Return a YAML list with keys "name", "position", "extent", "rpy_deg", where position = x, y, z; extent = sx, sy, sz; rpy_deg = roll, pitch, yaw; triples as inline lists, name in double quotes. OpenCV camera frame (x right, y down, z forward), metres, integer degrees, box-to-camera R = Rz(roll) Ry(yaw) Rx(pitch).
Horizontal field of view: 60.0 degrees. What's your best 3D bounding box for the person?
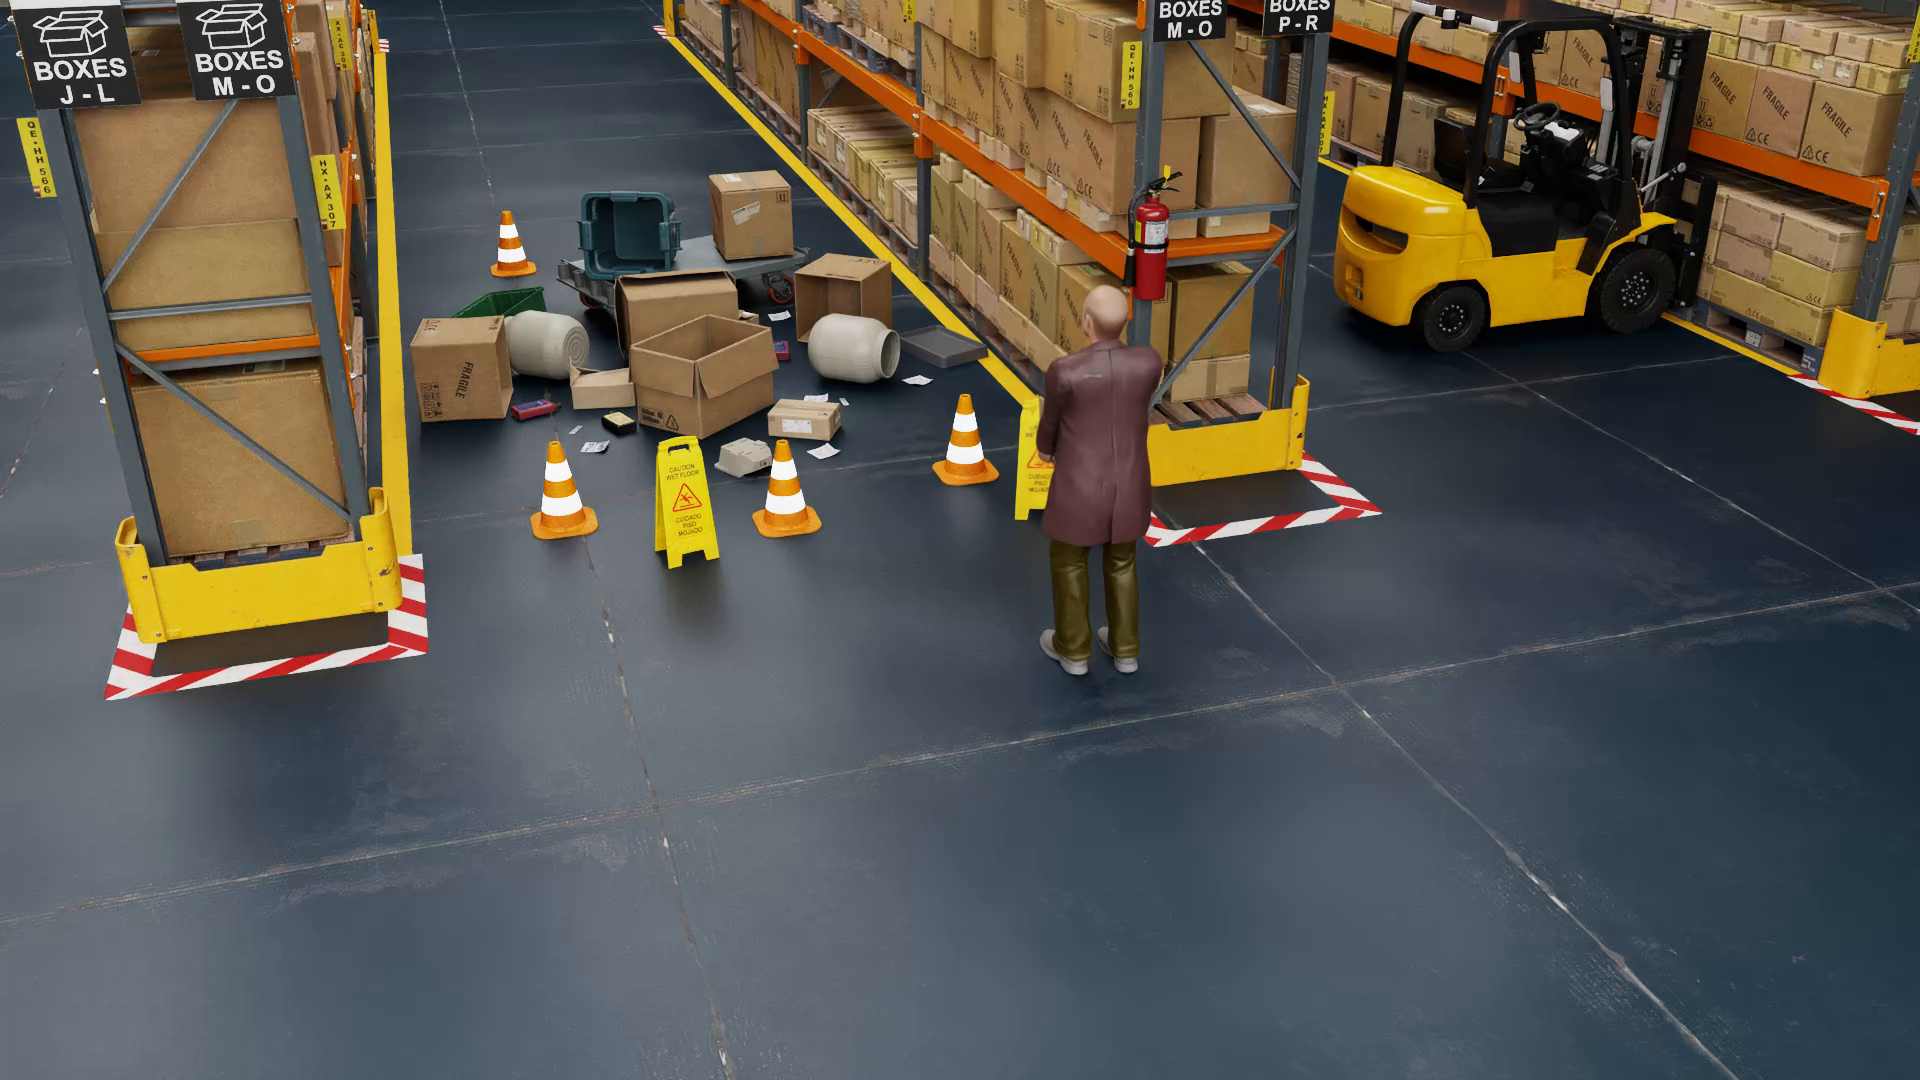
- name: "person"
  position: [0.562, -0.280, 7.209]
  extent: [0.525, 1.779, 0.548]
  rpy_deg: [-8, 27, -17]
